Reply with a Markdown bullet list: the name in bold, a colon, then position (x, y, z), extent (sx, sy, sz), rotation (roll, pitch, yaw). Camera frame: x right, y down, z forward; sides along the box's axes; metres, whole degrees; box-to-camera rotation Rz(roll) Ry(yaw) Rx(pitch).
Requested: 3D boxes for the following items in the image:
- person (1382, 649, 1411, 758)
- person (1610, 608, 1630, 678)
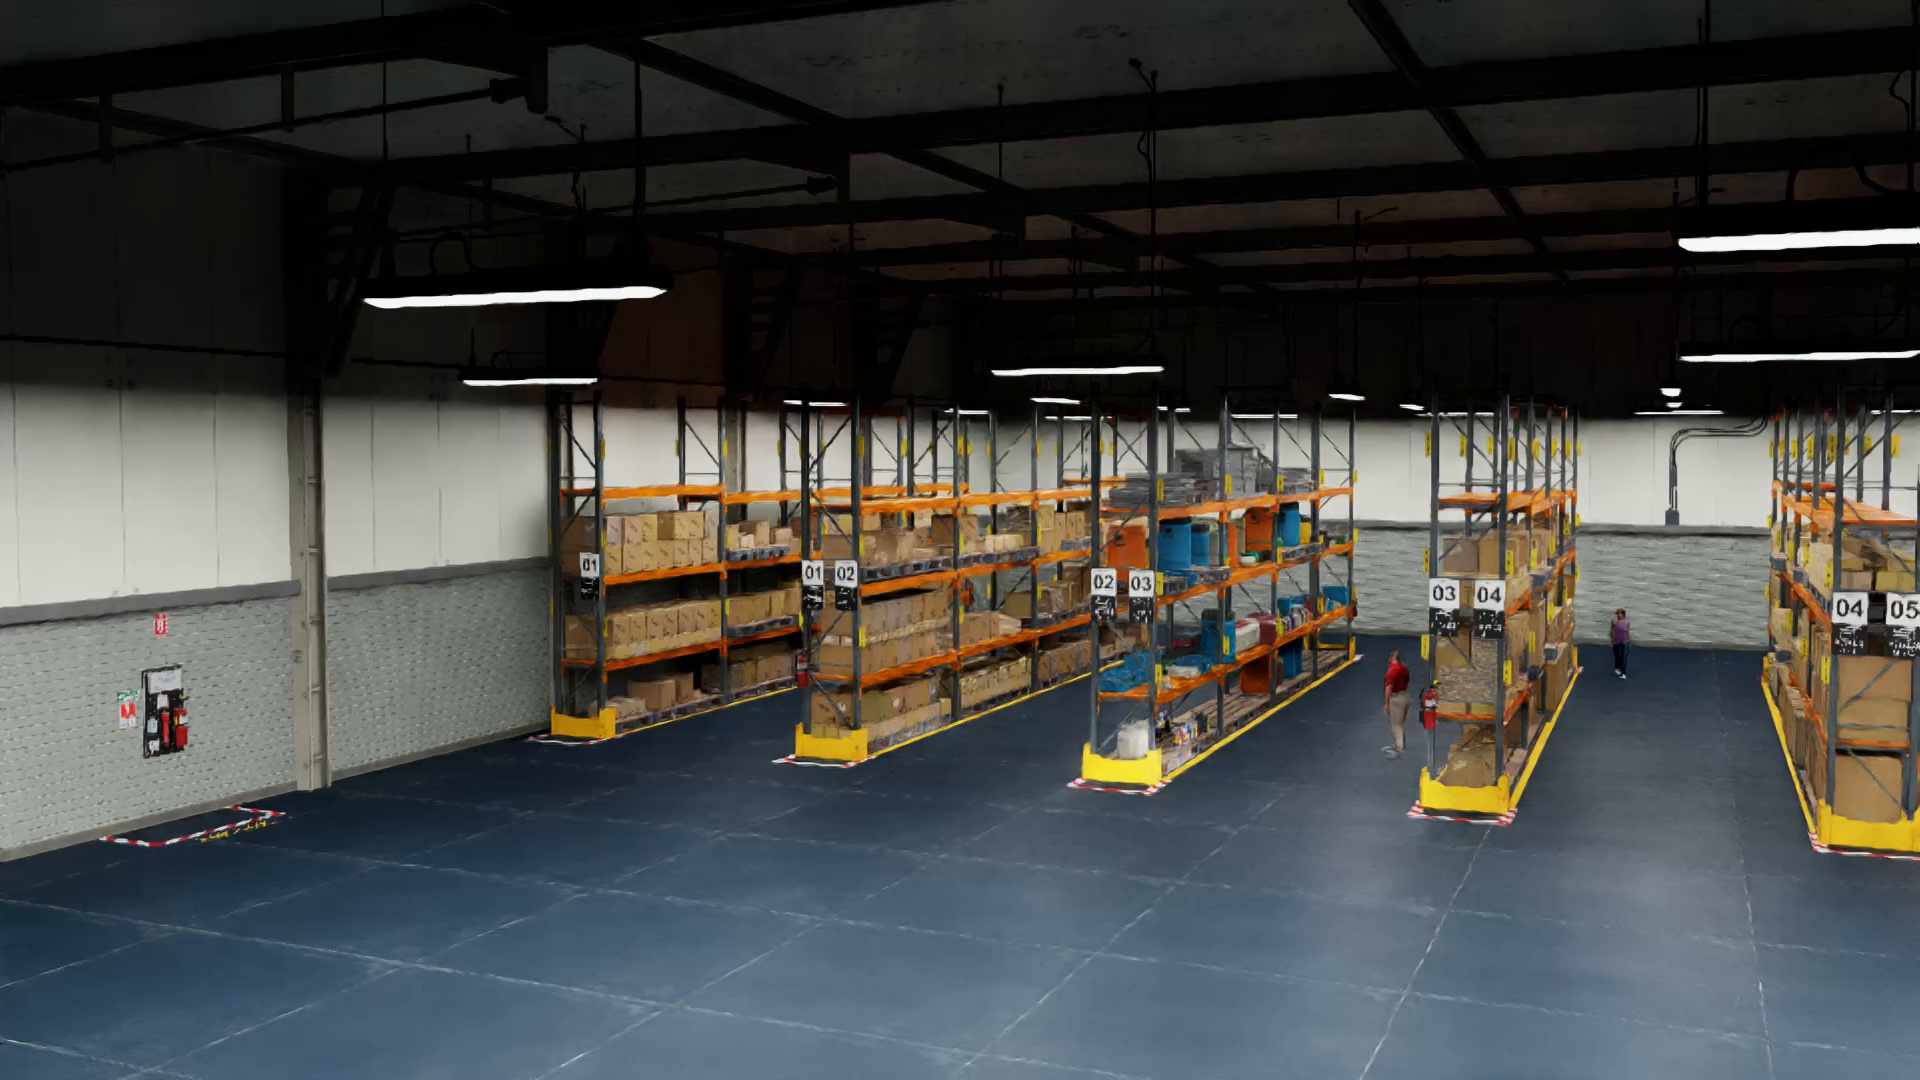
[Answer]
- **person**: position (7.046, 2.634, 26.975), extent (0.549, 1.726, 0.642), rotation (3, 4, 42)
- **person**: position (14.398, 2.243, 36.291), extent (0.417, 1.480, 1.037), rotation (2, 4, 26)
